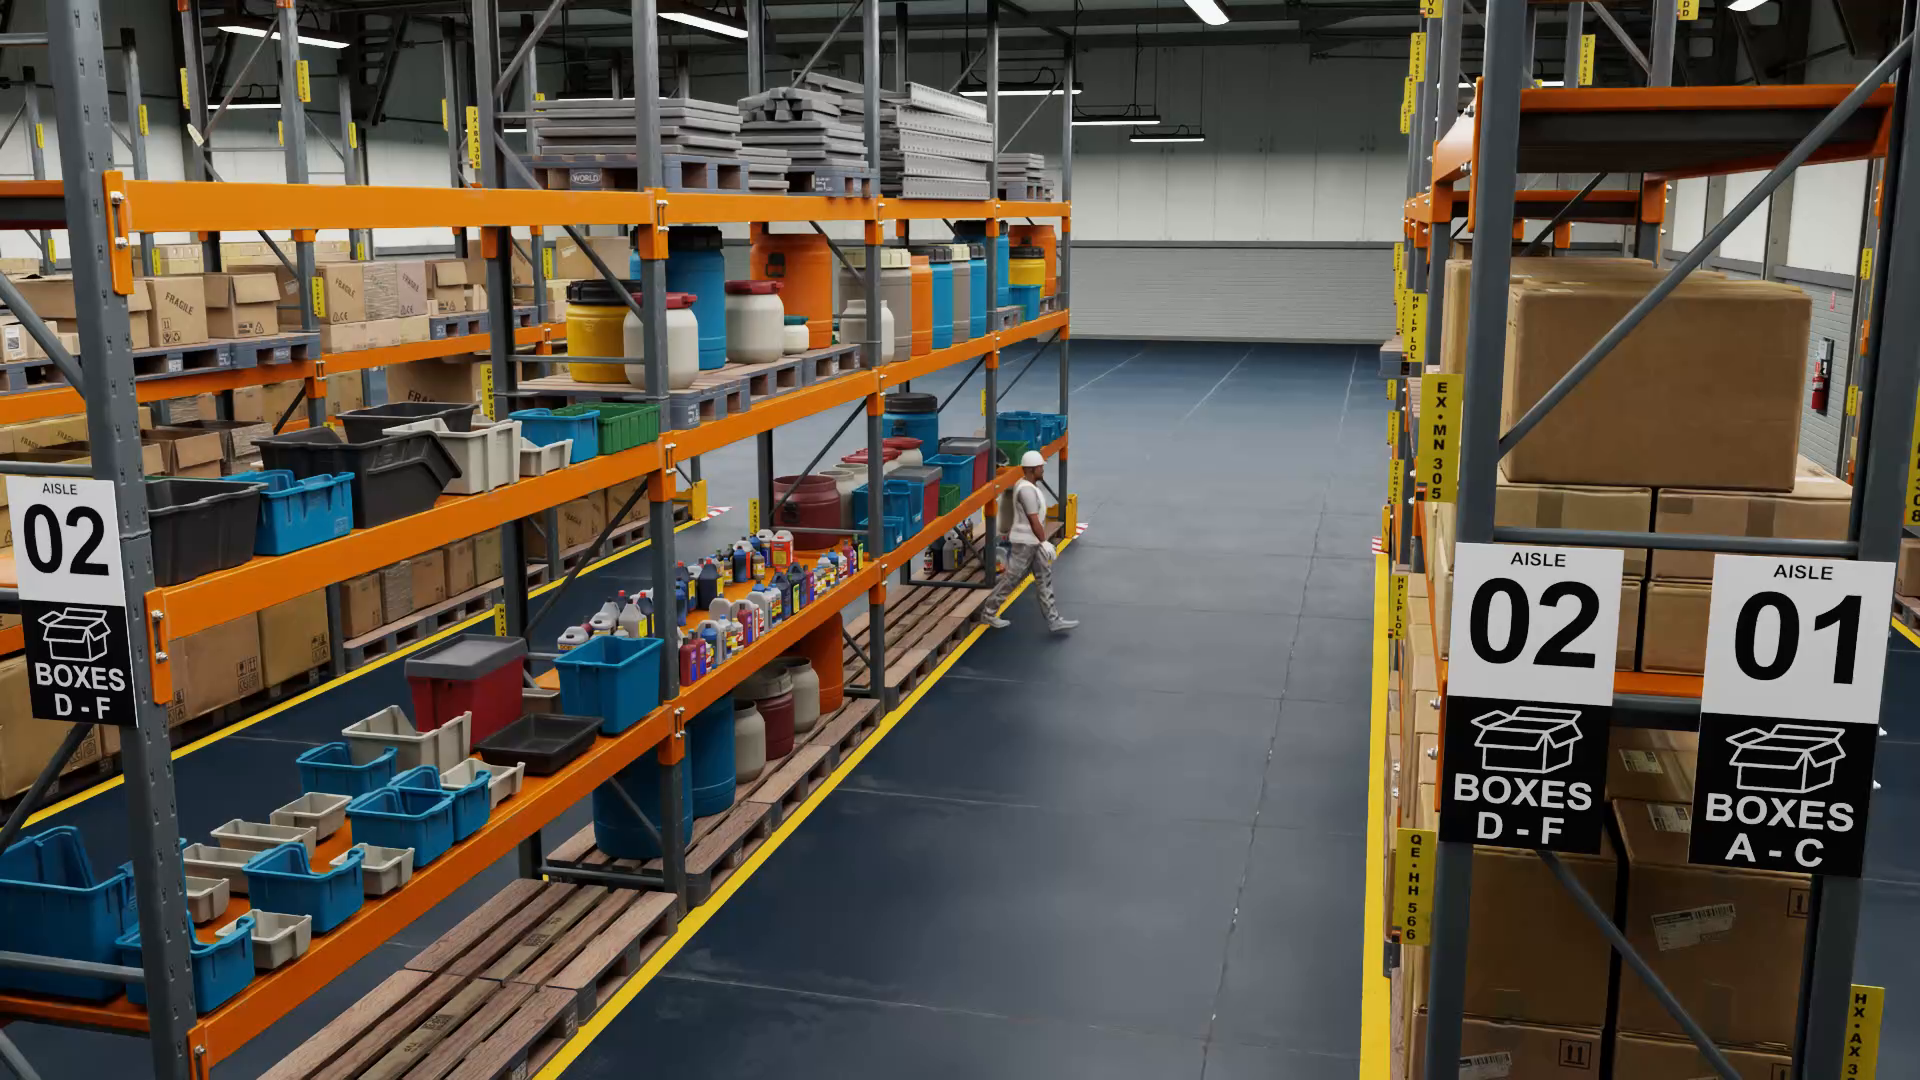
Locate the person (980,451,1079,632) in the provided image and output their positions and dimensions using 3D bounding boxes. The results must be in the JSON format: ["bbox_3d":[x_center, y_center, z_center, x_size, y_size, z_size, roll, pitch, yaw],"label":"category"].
[{"bbox_3d":[0.678,0.018,15.973,0.959,1.749,0.577,2,11,9],"label":"person"}]
